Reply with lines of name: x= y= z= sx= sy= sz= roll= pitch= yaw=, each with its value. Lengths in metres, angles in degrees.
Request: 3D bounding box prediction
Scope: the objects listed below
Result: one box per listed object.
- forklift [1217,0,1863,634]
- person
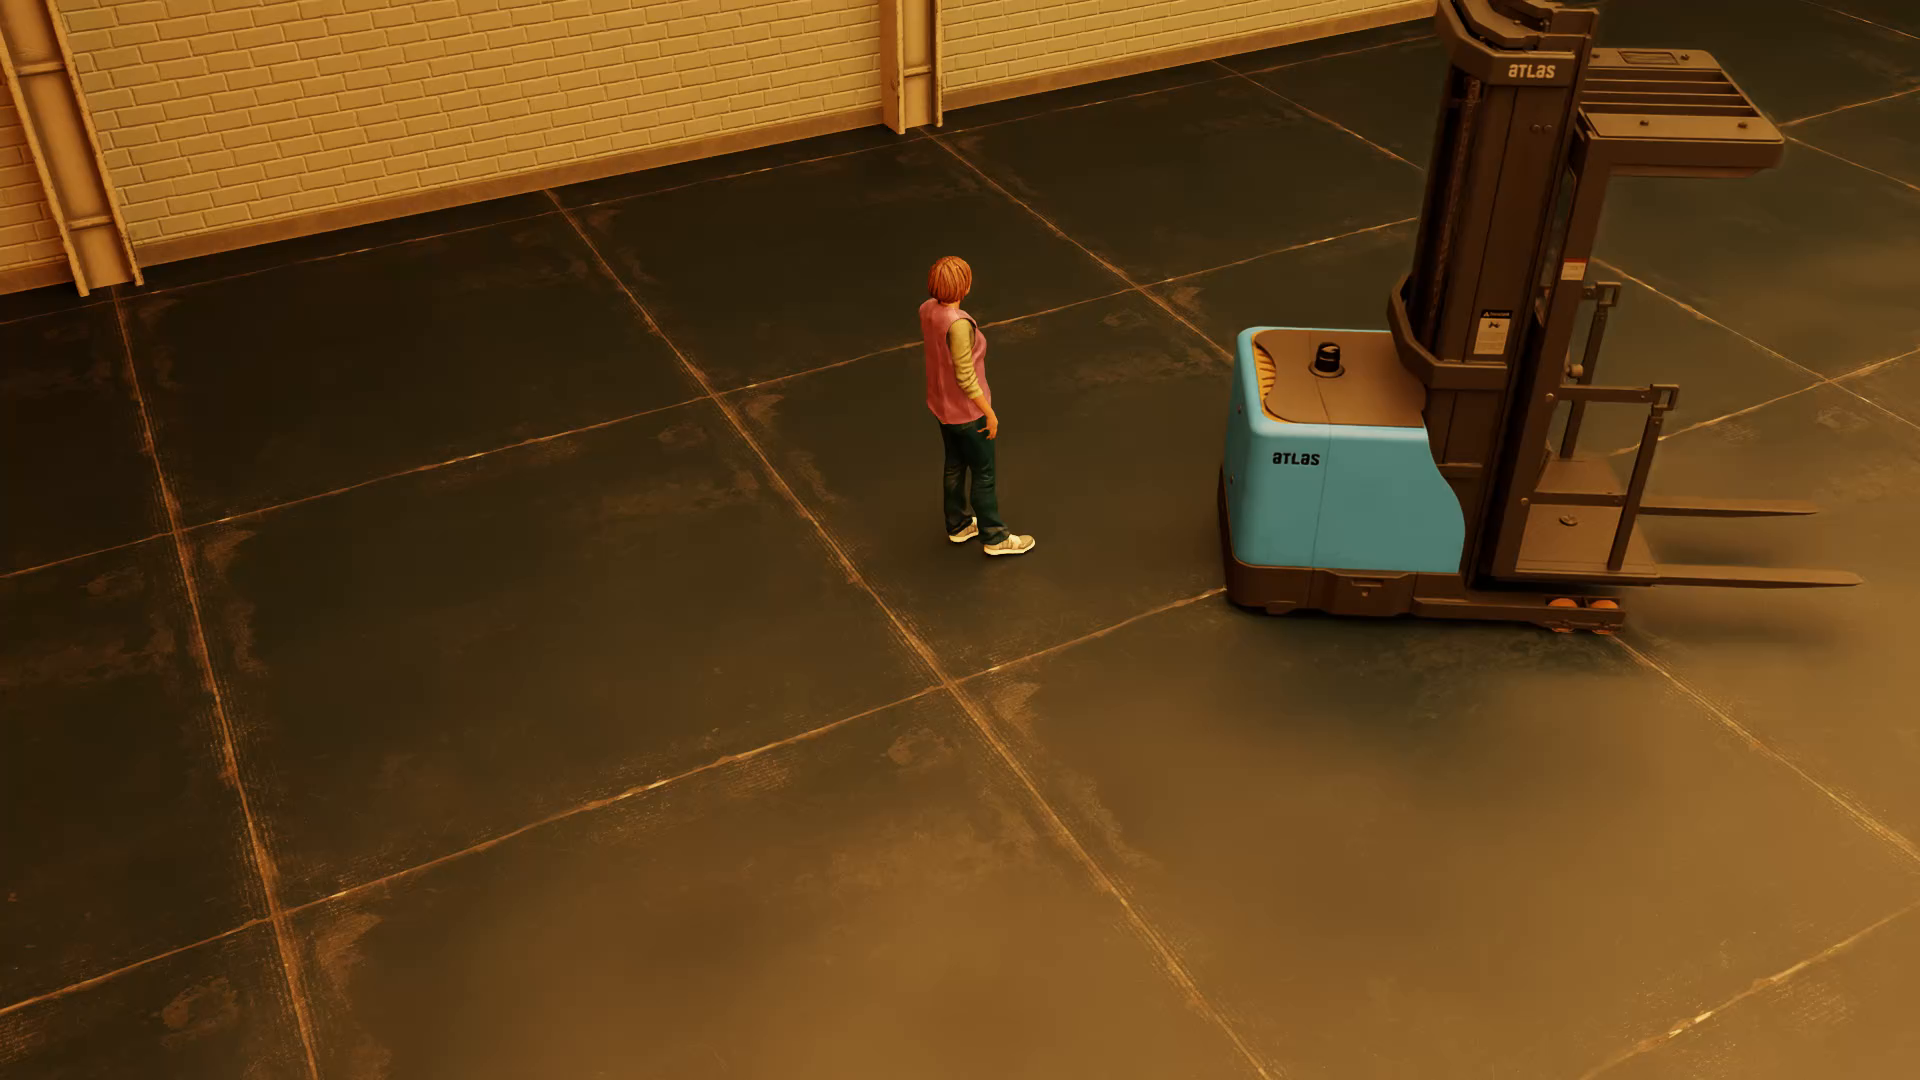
forklift: x=2.852 y=-1.061 z=7.624 sx=3.031 sy=2.935 sz=1.130 roll=2 pitch=35 yaw=3
person: x=0.071 y=-0.671 z=8.215 sx=0.475 sy=1.596 sz=0.520 roll=-17 pitch=39 yaw=-23
